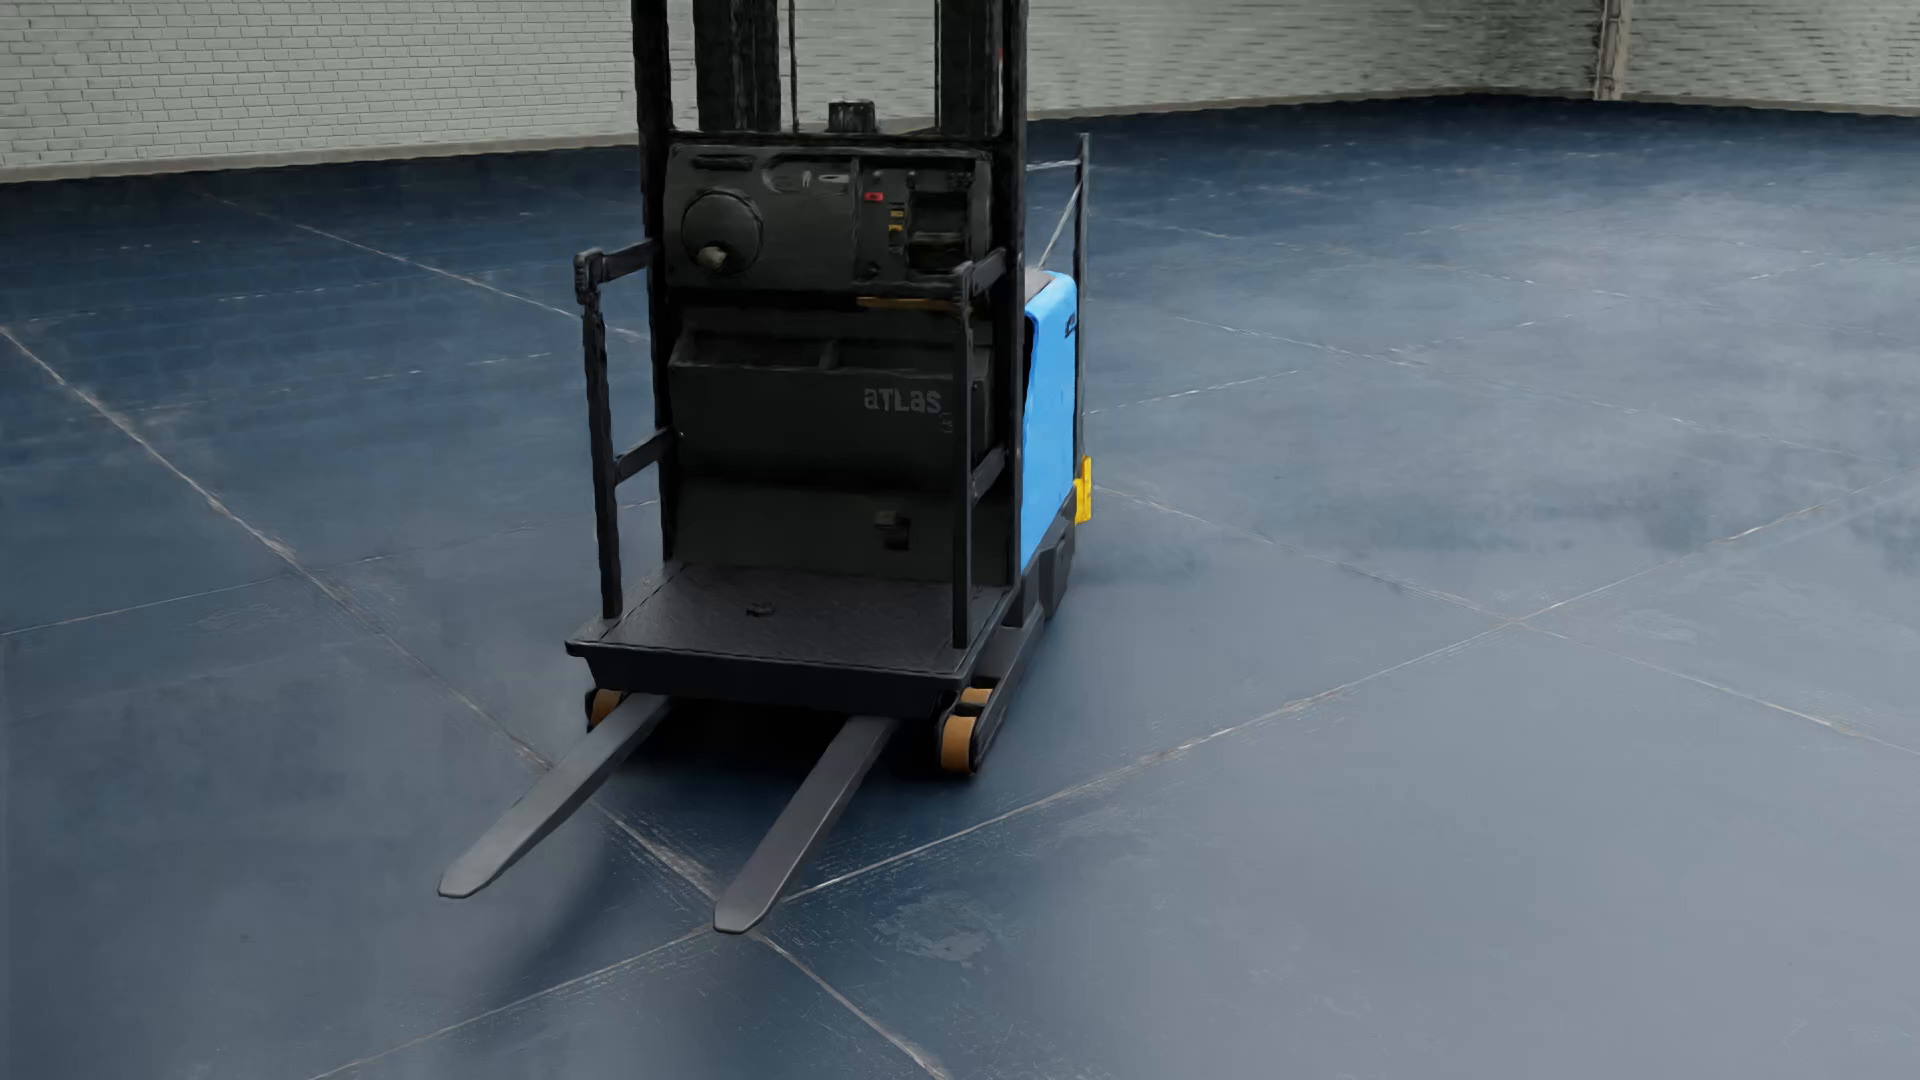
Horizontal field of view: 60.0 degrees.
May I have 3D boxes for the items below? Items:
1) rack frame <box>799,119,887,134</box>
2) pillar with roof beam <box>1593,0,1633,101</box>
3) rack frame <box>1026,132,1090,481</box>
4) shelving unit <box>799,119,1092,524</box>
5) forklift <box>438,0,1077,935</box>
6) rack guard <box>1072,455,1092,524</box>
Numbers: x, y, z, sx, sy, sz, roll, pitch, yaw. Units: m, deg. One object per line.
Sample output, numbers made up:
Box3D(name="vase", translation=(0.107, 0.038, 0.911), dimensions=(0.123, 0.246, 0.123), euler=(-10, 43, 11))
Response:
Box3D(name="rack frame", translation=(-0.471, -0.942, 6.822), dimensions=(0.032, 1.500, 0.500), euler=(15, 23, 38))
Box3D(name="pillar with roof beam", translation=(8.903, -11.772, 27.597), dimensions=(9.100, 9.000, 0.400), euler=(-14, 23, -36))
Box3D(name="rack frame", translation=(0.307, -0.736, 6.201), dimensions=(0.032, 1.500, 0.500), euler=(15, 23, 38))
Box3D(name="shelving unit", translation=(-0.075, -0.837, 6.506), dimensions=(1.083, 1.500, 0.587), euler=(15, 23, 38))
Box3D(name="forklift", translation=(-0.416, -0.888, 4.380), dimensions=(1.130, 2.935, 3.031), euler=(4, 19, 12))
Box3D(name="rack guard", translation=(0.306, -0.143, 6.398), dimensions=(0.087, 0.250, 0.587), euler=(15, 23, 38))
